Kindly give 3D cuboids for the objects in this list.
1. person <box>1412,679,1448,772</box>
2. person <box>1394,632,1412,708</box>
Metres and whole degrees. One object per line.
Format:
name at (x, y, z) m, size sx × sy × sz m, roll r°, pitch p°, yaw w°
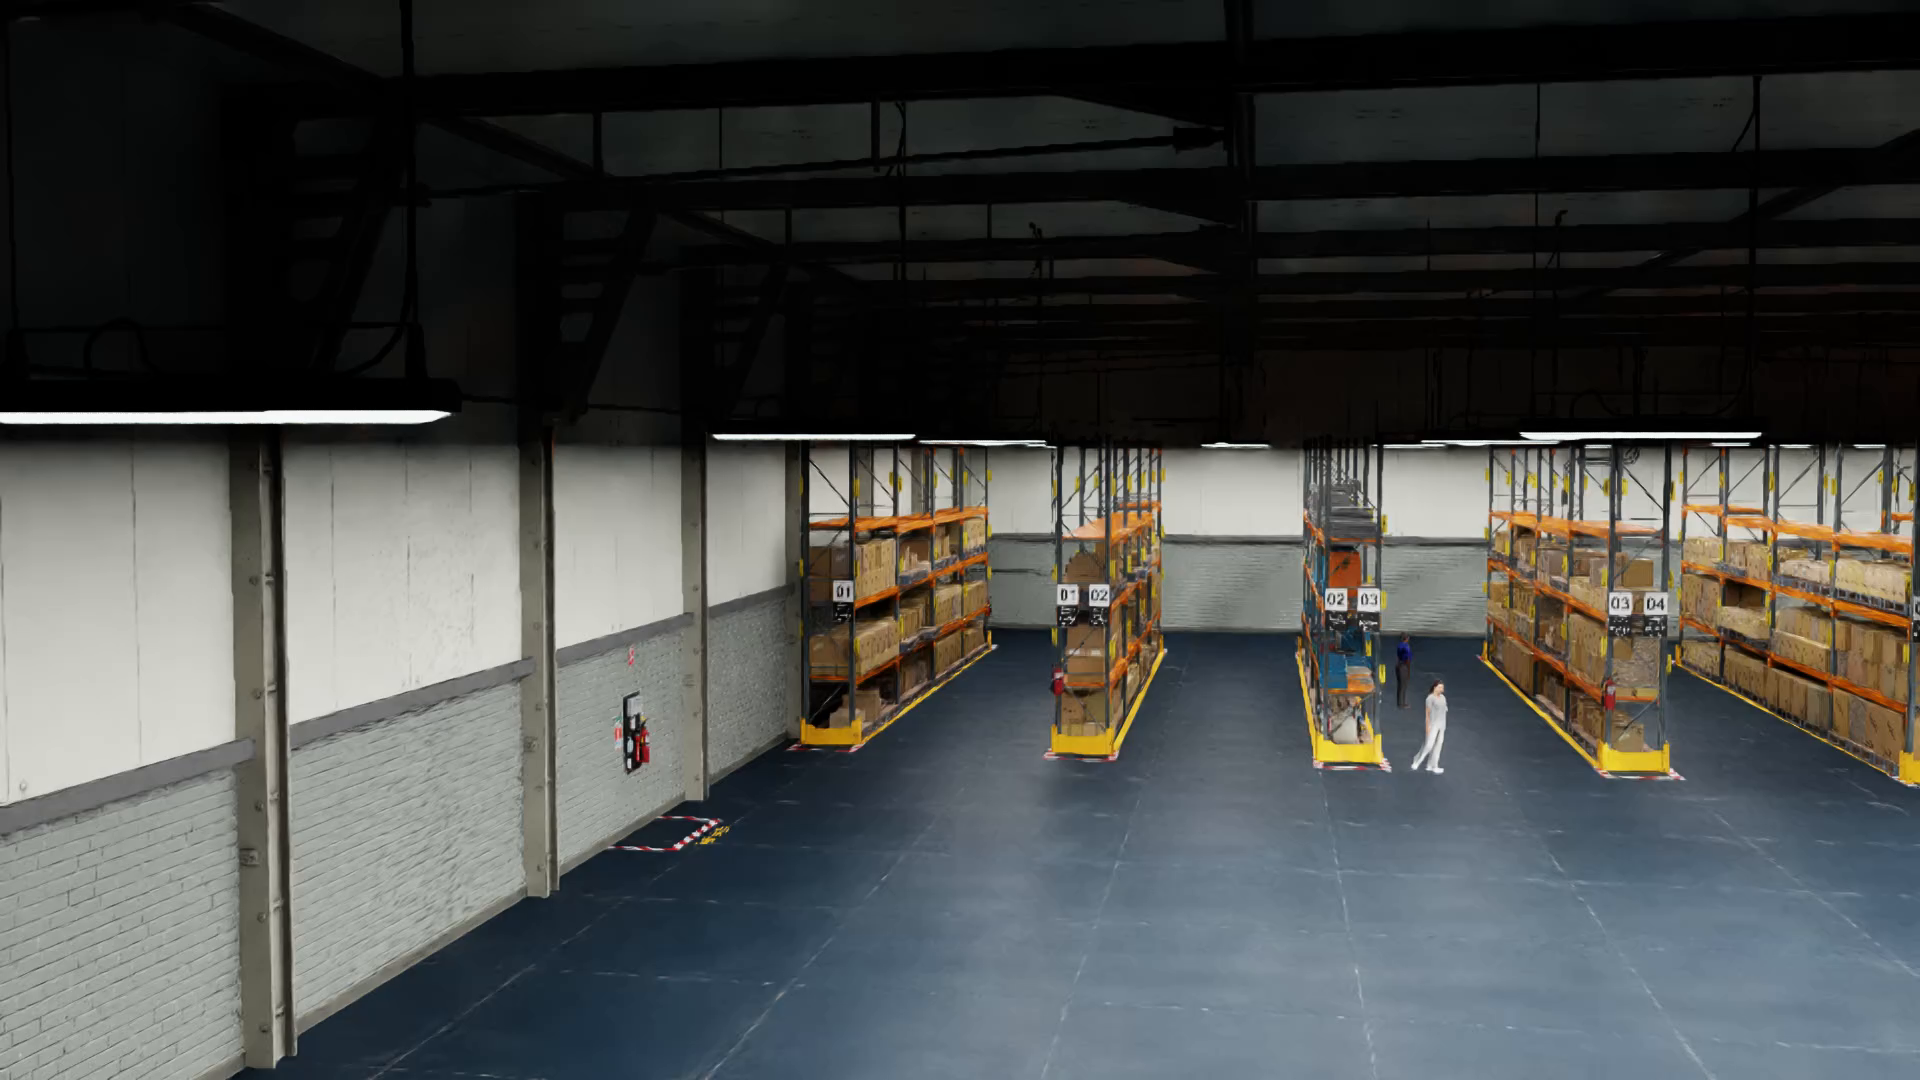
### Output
person at (8.330, 3.291, 29.499) m, size 0.618 × 1.660 × 0.492 m, roll -2°, pitch 4°, yaw -30°
person at (9.894, 2.878, 36.971) m, size 0.443 × 1.661 × 0.546 m, roll -1°, pitch 3°, yaw -14°
